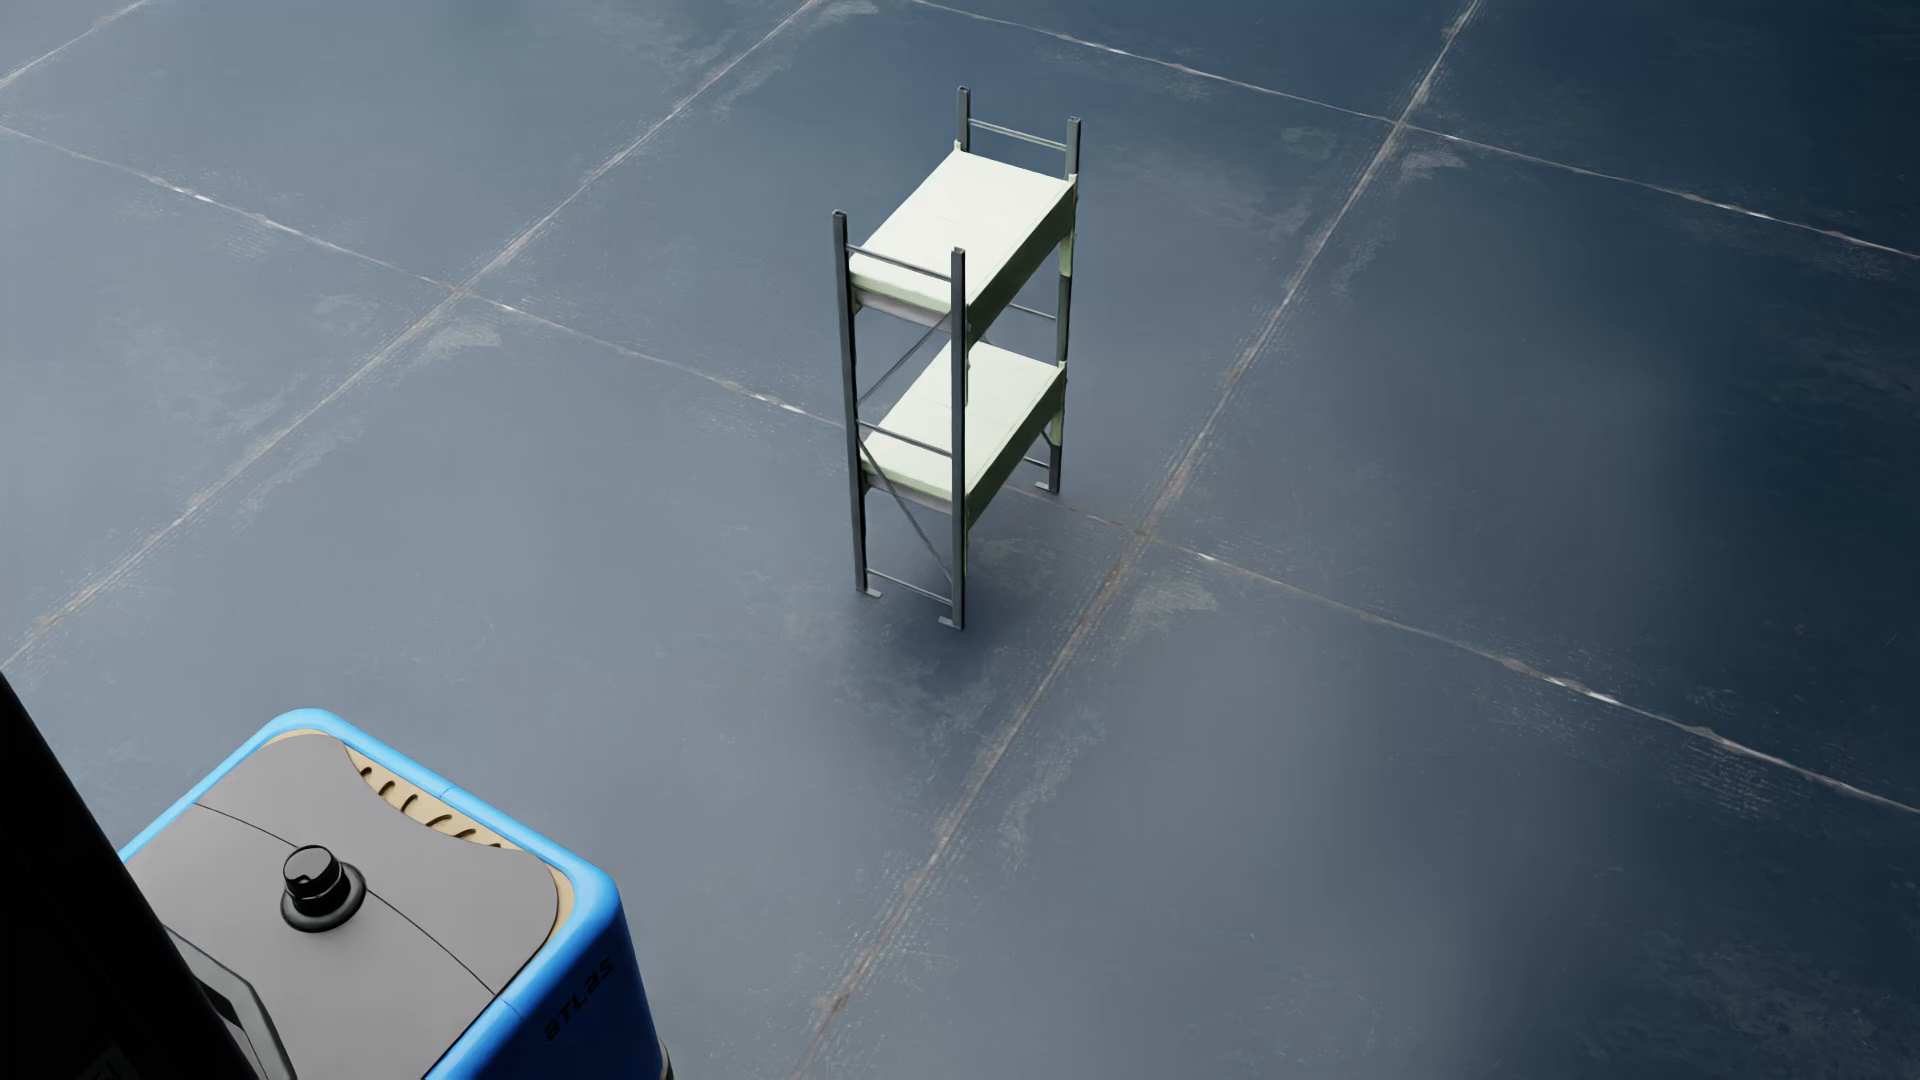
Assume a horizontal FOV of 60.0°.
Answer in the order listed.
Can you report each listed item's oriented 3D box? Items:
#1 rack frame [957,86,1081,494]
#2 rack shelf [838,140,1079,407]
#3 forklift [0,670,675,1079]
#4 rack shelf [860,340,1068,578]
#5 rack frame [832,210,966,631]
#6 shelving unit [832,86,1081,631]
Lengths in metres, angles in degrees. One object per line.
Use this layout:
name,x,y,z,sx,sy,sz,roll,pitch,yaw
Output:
rack frame,0.173,-0.762,5.449,0.400,1.500,0.023,20,49,19
rack shelf,0.003,-0.806,4.943,0.431,0.370,0.720,20,49,19
forklift,-1.912,1.165,2.538,1.130,2.935,3.031,24,50,22
rack shelf,0.003,-0.302,5.453,0.431,0.370,0.720,20,49,19
rack frame,-0.167,-0.301,4.993,0.400,1.500,0.023,20,49,19
shelving unit,0.003,-0.531,5.221,0.431,1.500,0.755,20,49,19
